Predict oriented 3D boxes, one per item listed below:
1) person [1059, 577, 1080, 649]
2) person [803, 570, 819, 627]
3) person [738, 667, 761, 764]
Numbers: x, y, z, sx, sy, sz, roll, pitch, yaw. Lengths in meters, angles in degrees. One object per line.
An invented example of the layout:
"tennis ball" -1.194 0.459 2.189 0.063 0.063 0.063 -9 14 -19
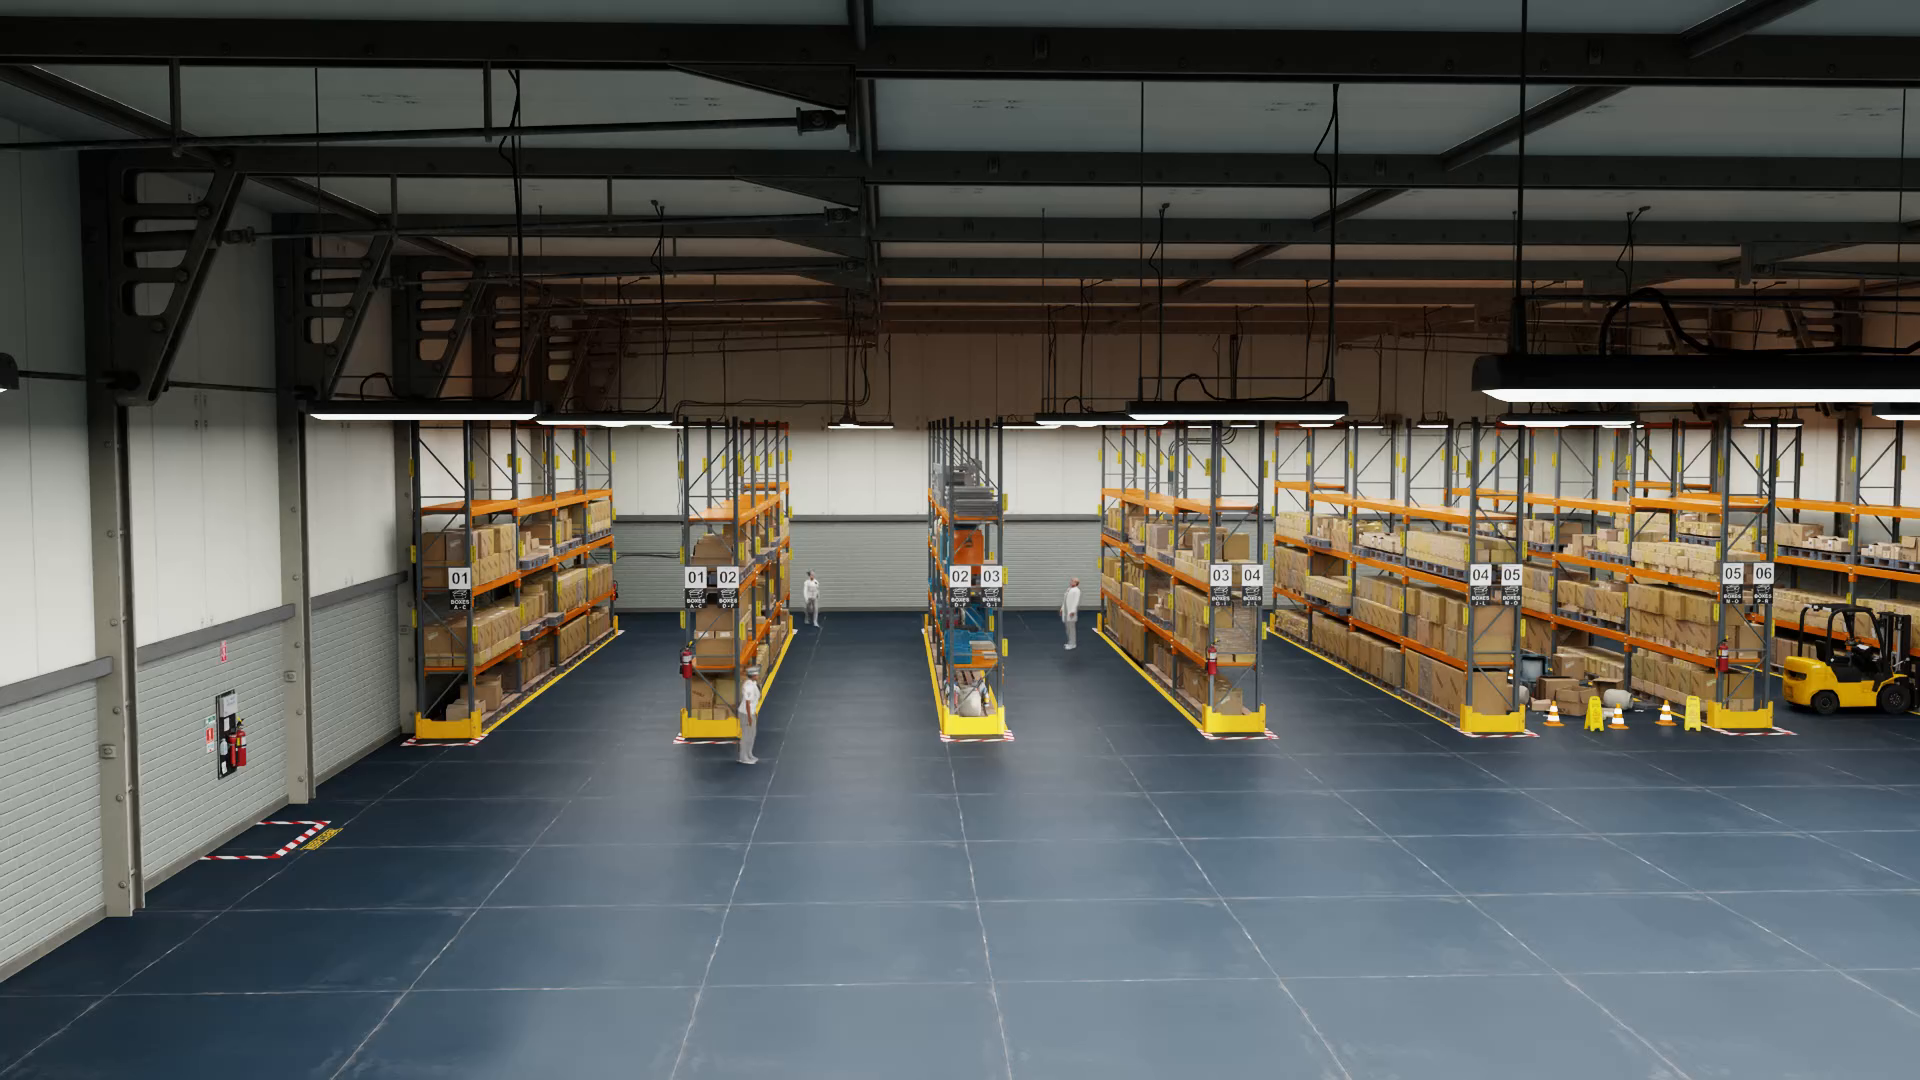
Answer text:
"person" 2.761 1.831 41.800 0.573 1.776 0.600 -4 5 -44
"person" -4.362 1.706 48.925 0.504 1.646 0.932 -1 4 -19
"person" -3.637 3.024 28.761 0.401 1.670 0.485 0 4 4
